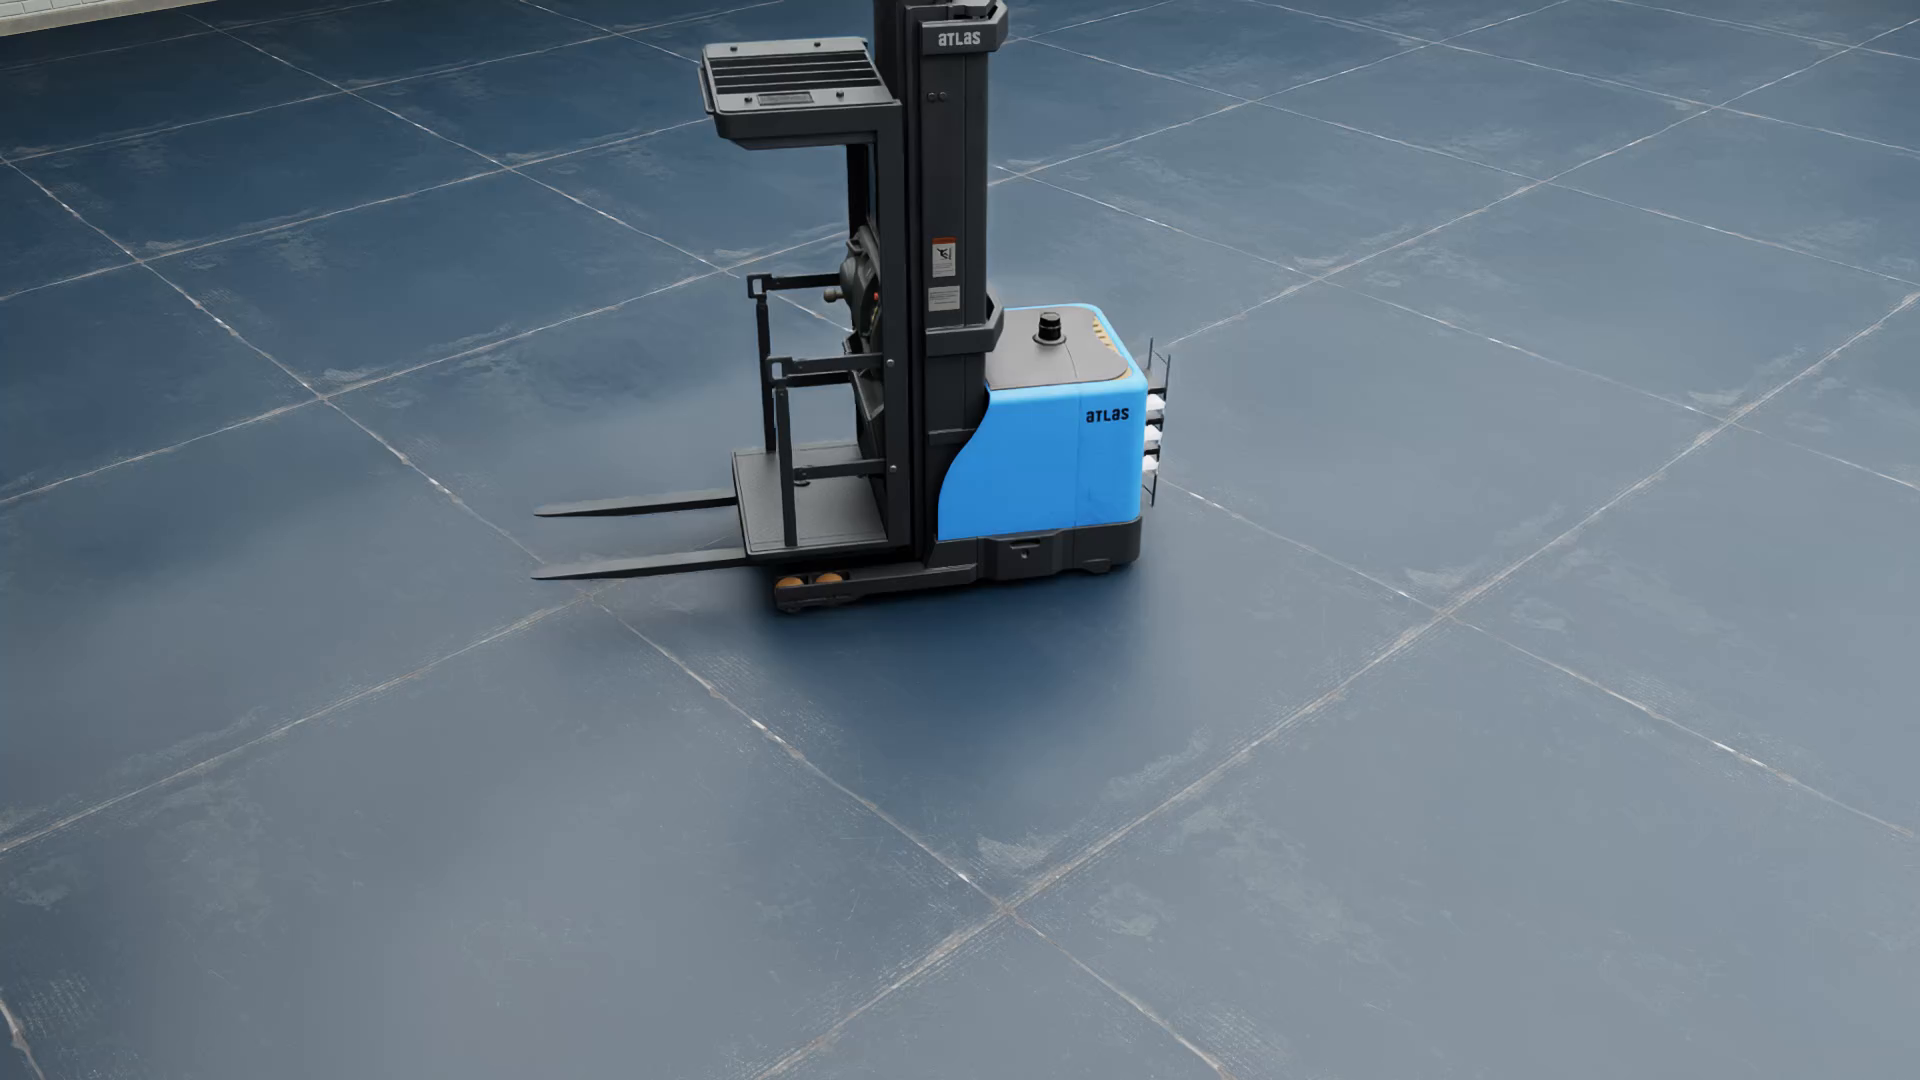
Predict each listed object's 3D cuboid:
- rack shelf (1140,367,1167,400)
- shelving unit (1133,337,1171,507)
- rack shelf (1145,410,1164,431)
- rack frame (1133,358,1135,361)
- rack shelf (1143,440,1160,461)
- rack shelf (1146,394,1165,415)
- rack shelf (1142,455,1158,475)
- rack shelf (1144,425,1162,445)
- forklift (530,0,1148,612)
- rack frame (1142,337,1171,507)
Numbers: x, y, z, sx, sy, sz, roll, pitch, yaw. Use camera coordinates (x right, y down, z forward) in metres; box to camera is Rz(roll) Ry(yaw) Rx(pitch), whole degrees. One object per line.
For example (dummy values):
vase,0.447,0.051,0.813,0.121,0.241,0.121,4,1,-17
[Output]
rack shelf,0.945,-0.815,8.759,0.200,0.077,0.258,-8,32,-17
shelving unit,0.935,-0.612,8.879,0.210,0.900,0.258,-8,32,-17
rack shelf,0.937,-0.660,8.850,0.200,0.077,0.258,-8,32,-17
rack frame,0.839,-0.598,8.849,0.006,0.900,0.240,-8,32,-17
rack shelf,0.930,-0.506,8.942,0.200,0.077,0.258,-8,32,-17
rack shelf,0.941,-0.738,8.805,0.200,0.077,0.258,-8,32,-17
rack shelf,0.926,-0.428,8.988,0.200,0.077,0.258,-8,32,-17
rack shelf,0.934,-0.583,8.896,0.200,0.077,0.258,-8,32,-17
forklift,-0.650,-1.198,7.899,3.031,2.935,1.130,-6,32,-9
rack frame,1.031,-0.625,8.910,0.006,0.900,0.240,-8,32,-17
